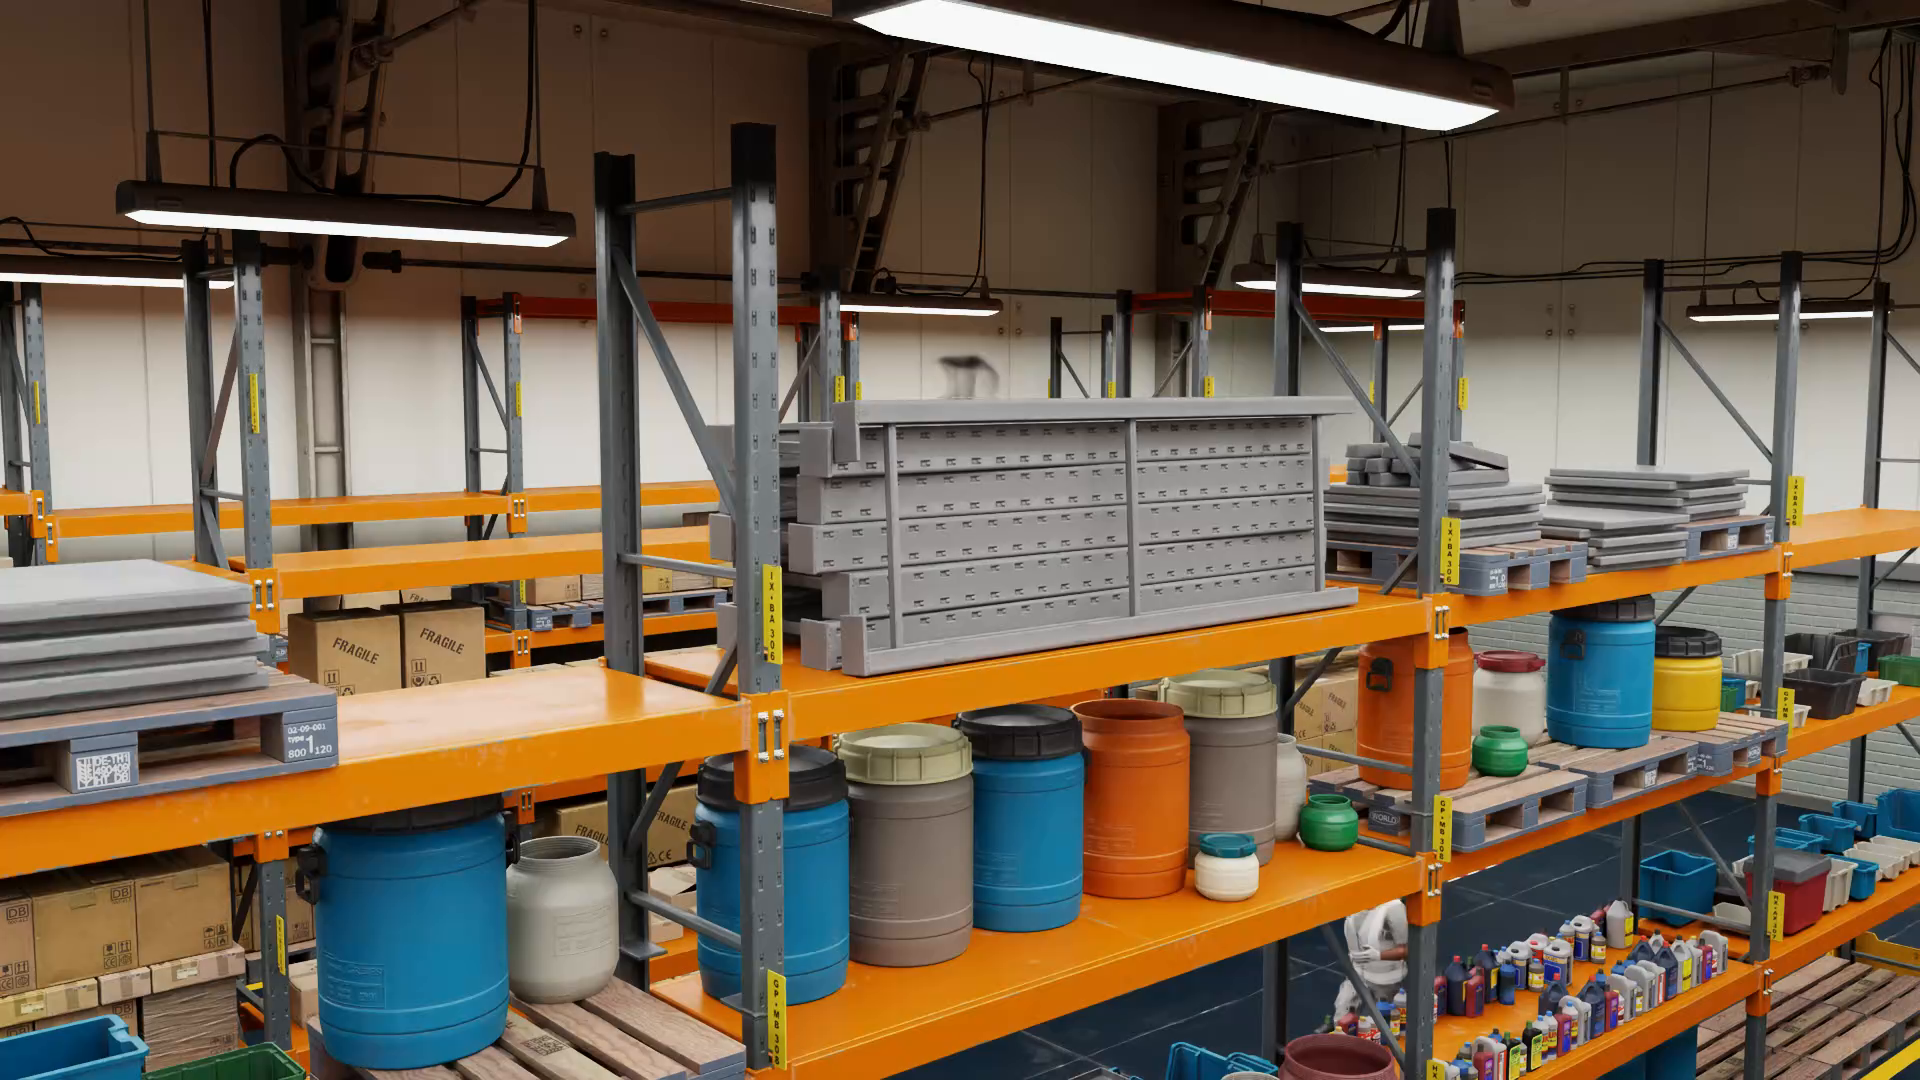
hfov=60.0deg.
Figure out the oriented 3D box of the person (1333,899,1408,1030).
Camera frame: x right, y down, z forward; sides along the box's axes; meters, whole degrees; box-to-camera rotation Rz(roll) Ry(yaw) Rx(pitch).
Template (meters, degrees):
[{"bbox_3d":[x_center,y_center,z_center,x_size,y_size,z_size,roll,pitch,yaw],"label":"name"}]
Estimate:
[{"bbox_3d":[3.004,3.163,11.943,0.834,1.813,0.637,-4,7,-37],"label":"person"}]
